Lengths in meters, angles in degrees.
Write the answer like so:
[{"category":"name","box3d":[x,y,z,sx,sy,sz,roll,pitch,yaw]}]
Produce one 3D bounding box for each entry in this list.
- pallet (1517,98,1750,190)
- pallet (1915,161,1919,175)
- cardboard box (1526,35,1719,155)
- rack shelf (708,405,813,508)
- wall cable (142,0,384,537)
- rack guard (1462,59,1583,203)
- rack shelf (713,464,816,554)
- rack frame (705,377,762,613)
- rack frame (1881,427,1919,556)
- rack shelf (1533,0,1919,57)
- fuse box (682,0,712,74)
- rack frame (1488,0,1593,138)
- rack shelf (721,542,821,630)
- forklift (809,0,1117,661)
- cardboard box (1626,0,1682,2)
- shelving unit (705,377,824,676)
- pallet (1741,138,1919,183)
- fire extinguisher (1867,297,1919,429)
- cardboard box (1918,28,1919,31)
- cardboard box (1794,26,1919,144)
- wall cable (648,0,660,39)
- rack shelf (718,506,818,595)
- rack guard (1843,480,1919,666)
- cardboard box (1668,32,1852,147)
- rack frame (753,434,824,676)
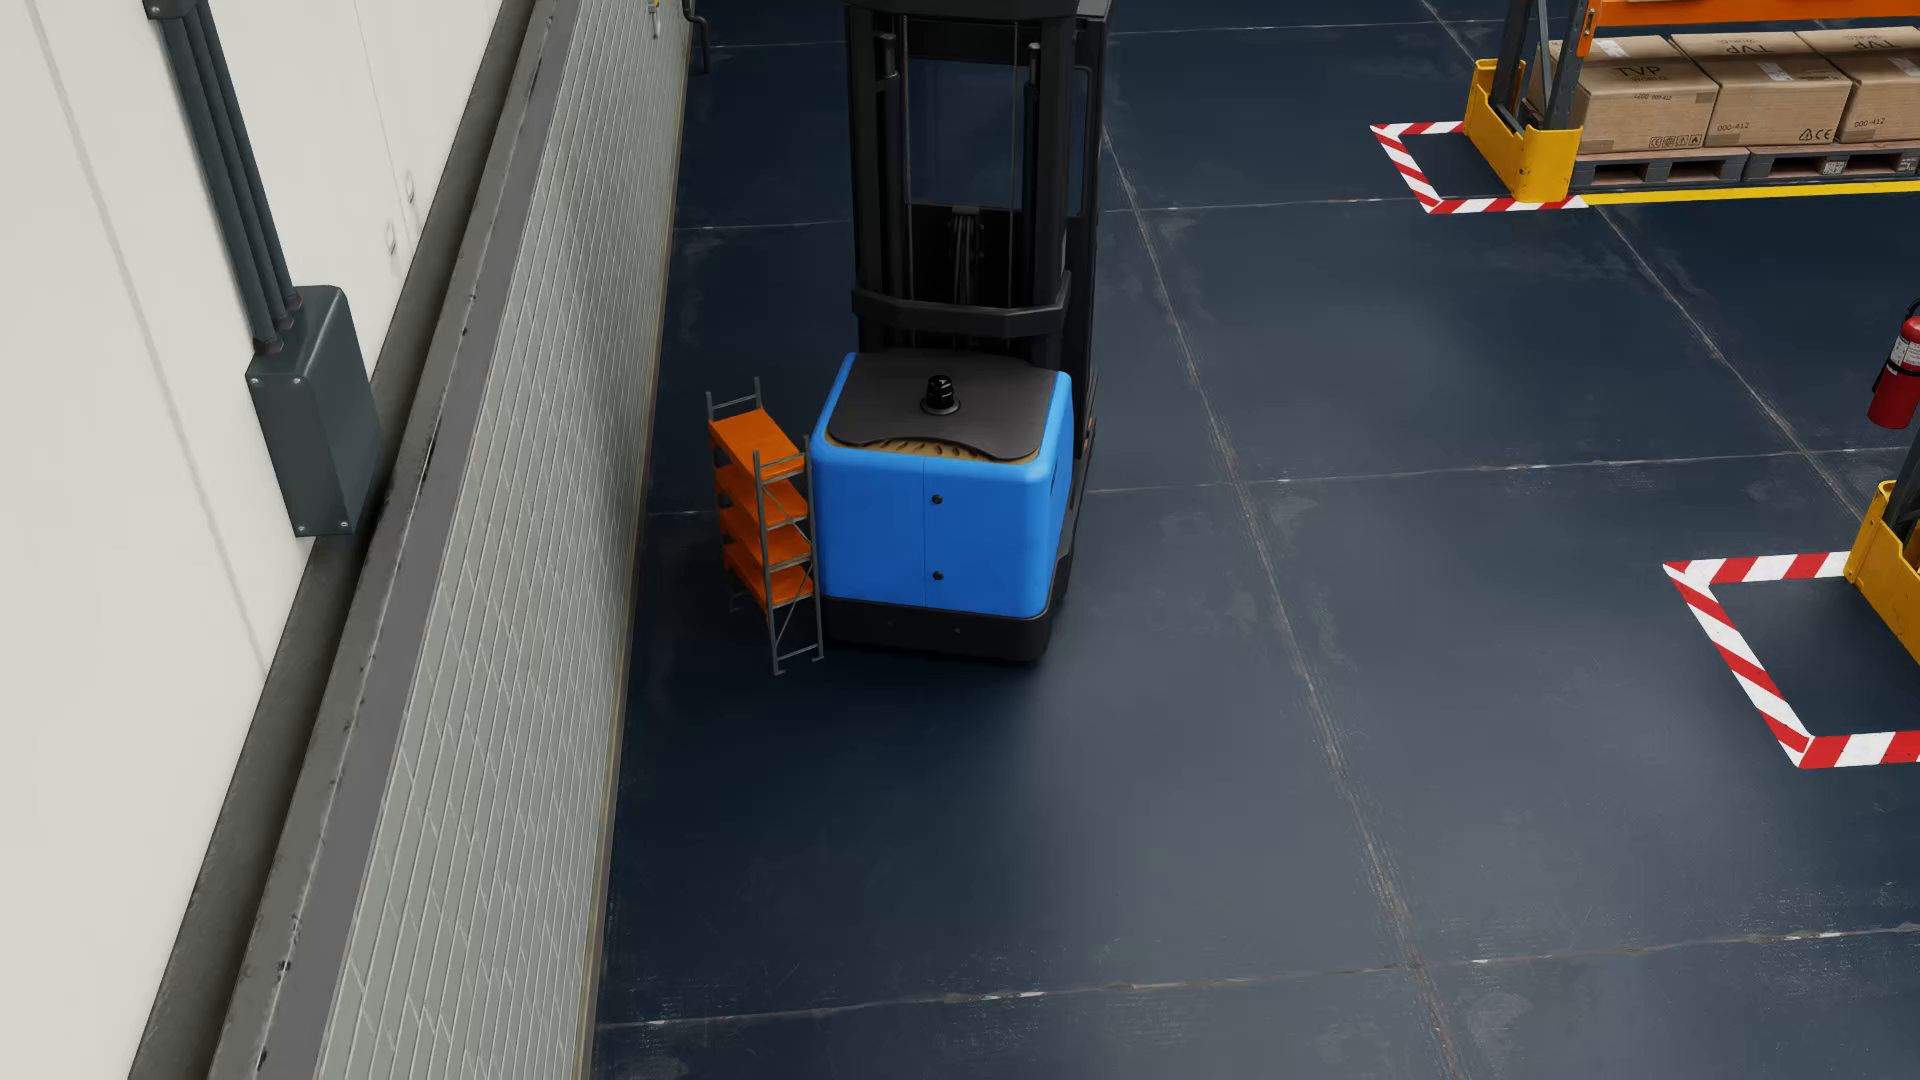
[{"category":"pallet","box3d":[4.572,-2.741,11.376,1.213,0.211,1.003,-3,38,-4]},{"category":"pallet","box3d":[7.002,-2.875,11.545,1.213,0.211,1.003,-3,38,-4]},{"category":"cardboard box","box3d":[4.431,-3.001,11.183,0.875,0.438,0.875,-4,38,-6]},{"category":"rack shelf","box3d":[-0.833,-0.353,6.916,0.258,0.148,0.480,-19,42,-23]},{"category":"wall cable","box3d":[-1.277,-3.064,2.093,0.120,5.999,2.277,-3,38,-4]},{"category":"rack guard","box3d":[3.759,-2.761,11.168,0.348,0.500,1.175,-3,38,-4]},{"category":"rack shelf","box3d":[-0.833,-0.168,7.063,0.258,0.148,0.480,-19,42,-23]},{"category":"rack frame","box3d":[-0.954,-0.176,7.326,0.240,1.200,0.015,-19,42,-23]},{"category":"rack frame","box3d":[4.322,-0.695,6.531,0.127,3.000,1.000,-3,38,-4]},{"category":"rack shelf","box3d":[5.775,-3.571,10.757,4.000,0.370,1.077,-3,38,-4]},{"category":"fuse box","box3d":[-1.873,-4.218,12.037,0.414,1.711,0.539,-3,38,-4]},{"category":"rack frame","box3d":[3.782,-3.744,10.395,0.127,3.000,1.000,-3,38,-4]},{"category":"rack shelf","box3d":[-0.834,0.164,7.324,0.258,0.148,0.480,-19,42,-23]},{"category":"forklift","box3d":[0.106,-1.532,7.647,1.130,2.935,3.031,6,39,8]},{"category":"cardboard box","box3d":[4.286,-3.632,10.173,0.500,0.500,0.500,-3,38,-4]},{"category":"shelving unit","box3d":[-0.834,-0.045,7.160,0.258,1.200,0.503,-19,42,-23]},{"category":"pallet","box3d":[5.784,-2.806,11.458,1.213,0.211,1.003,-3,38,-4]},{"category":"fire extinguisher","box3d":[4.030,-0.789,7.014,0.183,0.674,0.296,-3,38,-4]},{"category":"cardboard box","box3d":[7.132,-3.154,11.377,0.875,0.438,0.875,-4,38,-5]},{"category":"cardboard box","box3d":[6.240,-3.104,11.314,0.875,0.438,0.875,-4,38,-5]},{"category":"wall cable","box3d":[-1.832,-3.831,9.660,0.123,1.953,0.585,-3,38,-4]},{"category":"rack shelf","box3d":[-0.834,0.008,7.201,0.258,0.148,0.480,-19,42,-23]},{"category":"rack guard","box3d":[4.397,0.282,7.311,0.348,0.500,1.175,-3,38,-4]},{"category":"cardboard box","box3d":[5.342,-3.056,11.253,0.875,0.438,0.875,-2,38,-3]},{"category":"rack frame","box3d":[-0.714,0.087,6.993,0.240,1.200,0.015,-19,42,-23]}]
